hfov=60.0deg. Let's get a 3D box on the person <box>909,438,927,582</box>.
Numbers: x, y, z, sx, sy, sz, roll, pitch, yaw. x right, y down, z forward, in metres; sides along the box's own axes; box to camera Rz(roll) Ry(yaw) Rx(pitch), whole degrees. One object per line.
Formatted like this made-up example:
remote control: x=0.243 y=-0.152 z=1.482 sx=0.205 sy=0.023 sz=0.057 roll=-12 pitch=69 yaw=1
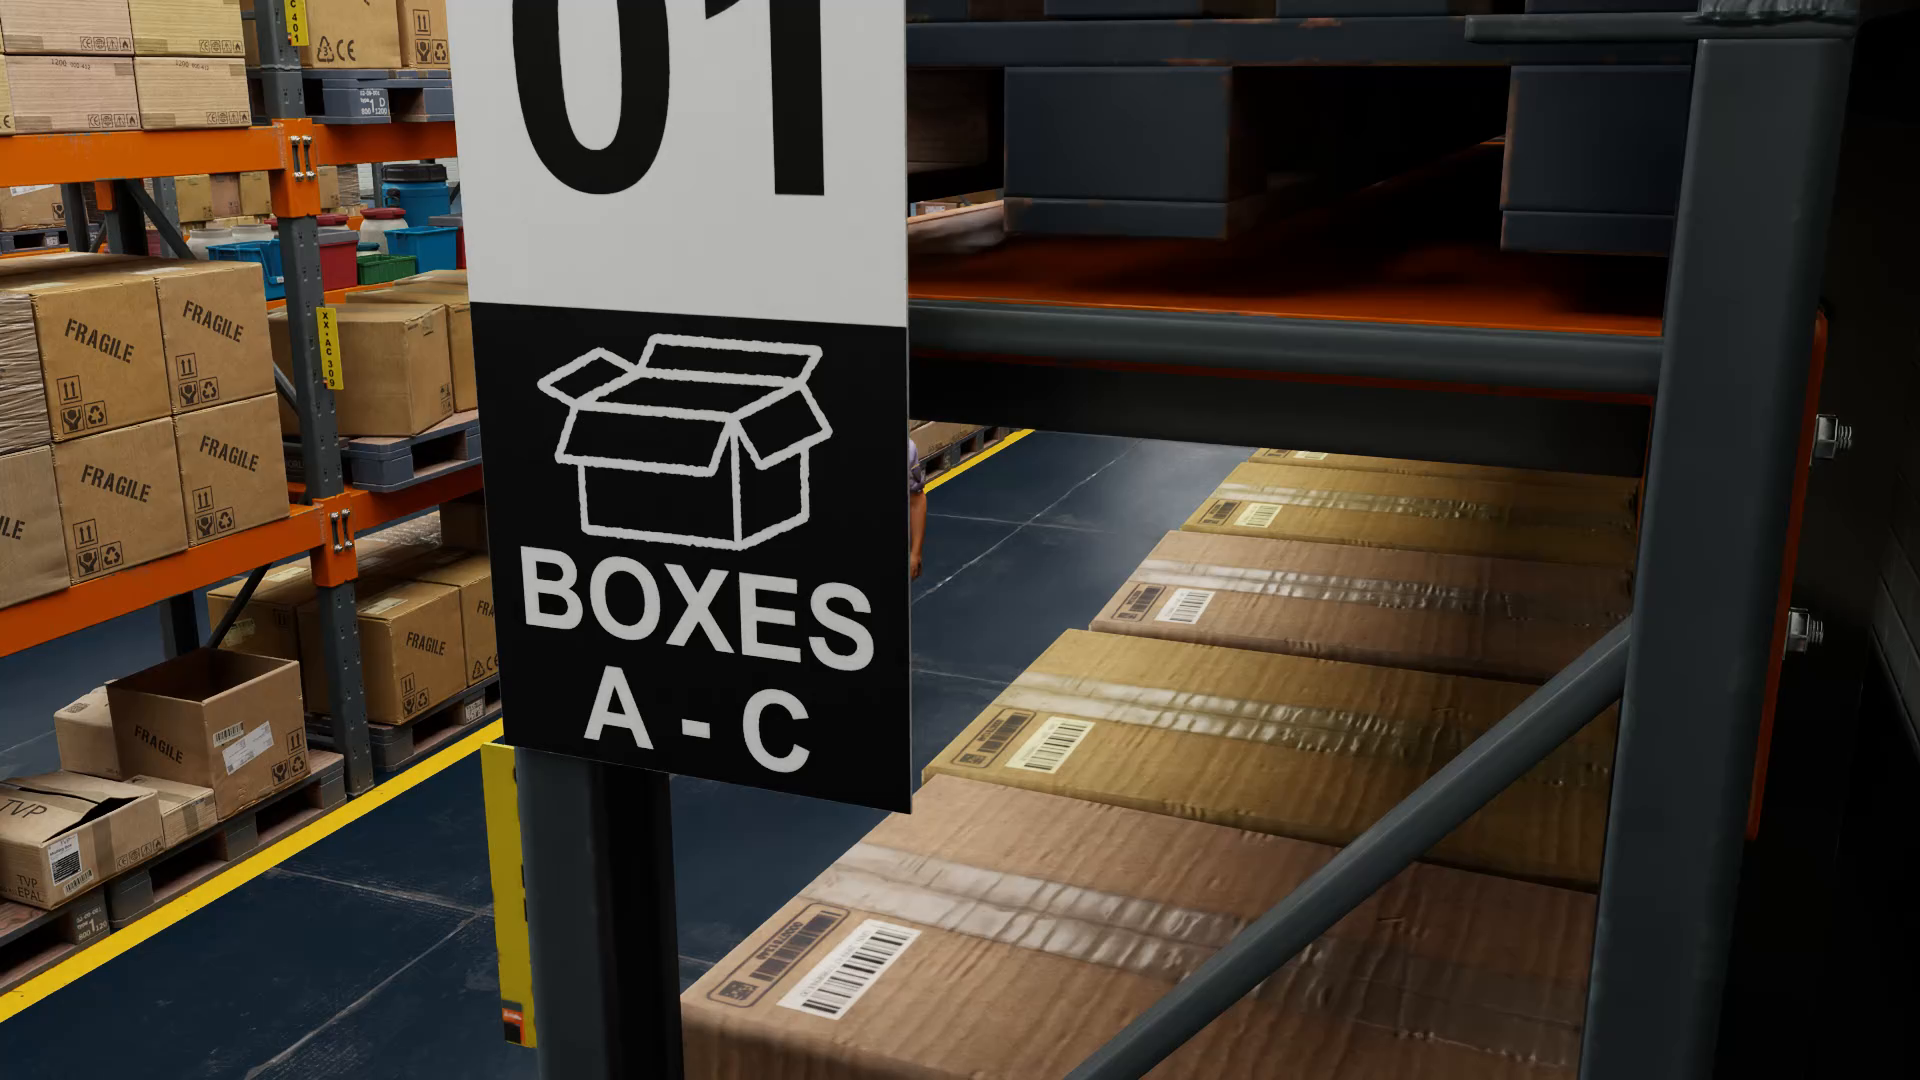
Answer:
person: x=-0.448 y=0.058 z=7.830 sx=0.554 sy=1.652 sz=0.422 roll=5 pitch=16 yaw=18
